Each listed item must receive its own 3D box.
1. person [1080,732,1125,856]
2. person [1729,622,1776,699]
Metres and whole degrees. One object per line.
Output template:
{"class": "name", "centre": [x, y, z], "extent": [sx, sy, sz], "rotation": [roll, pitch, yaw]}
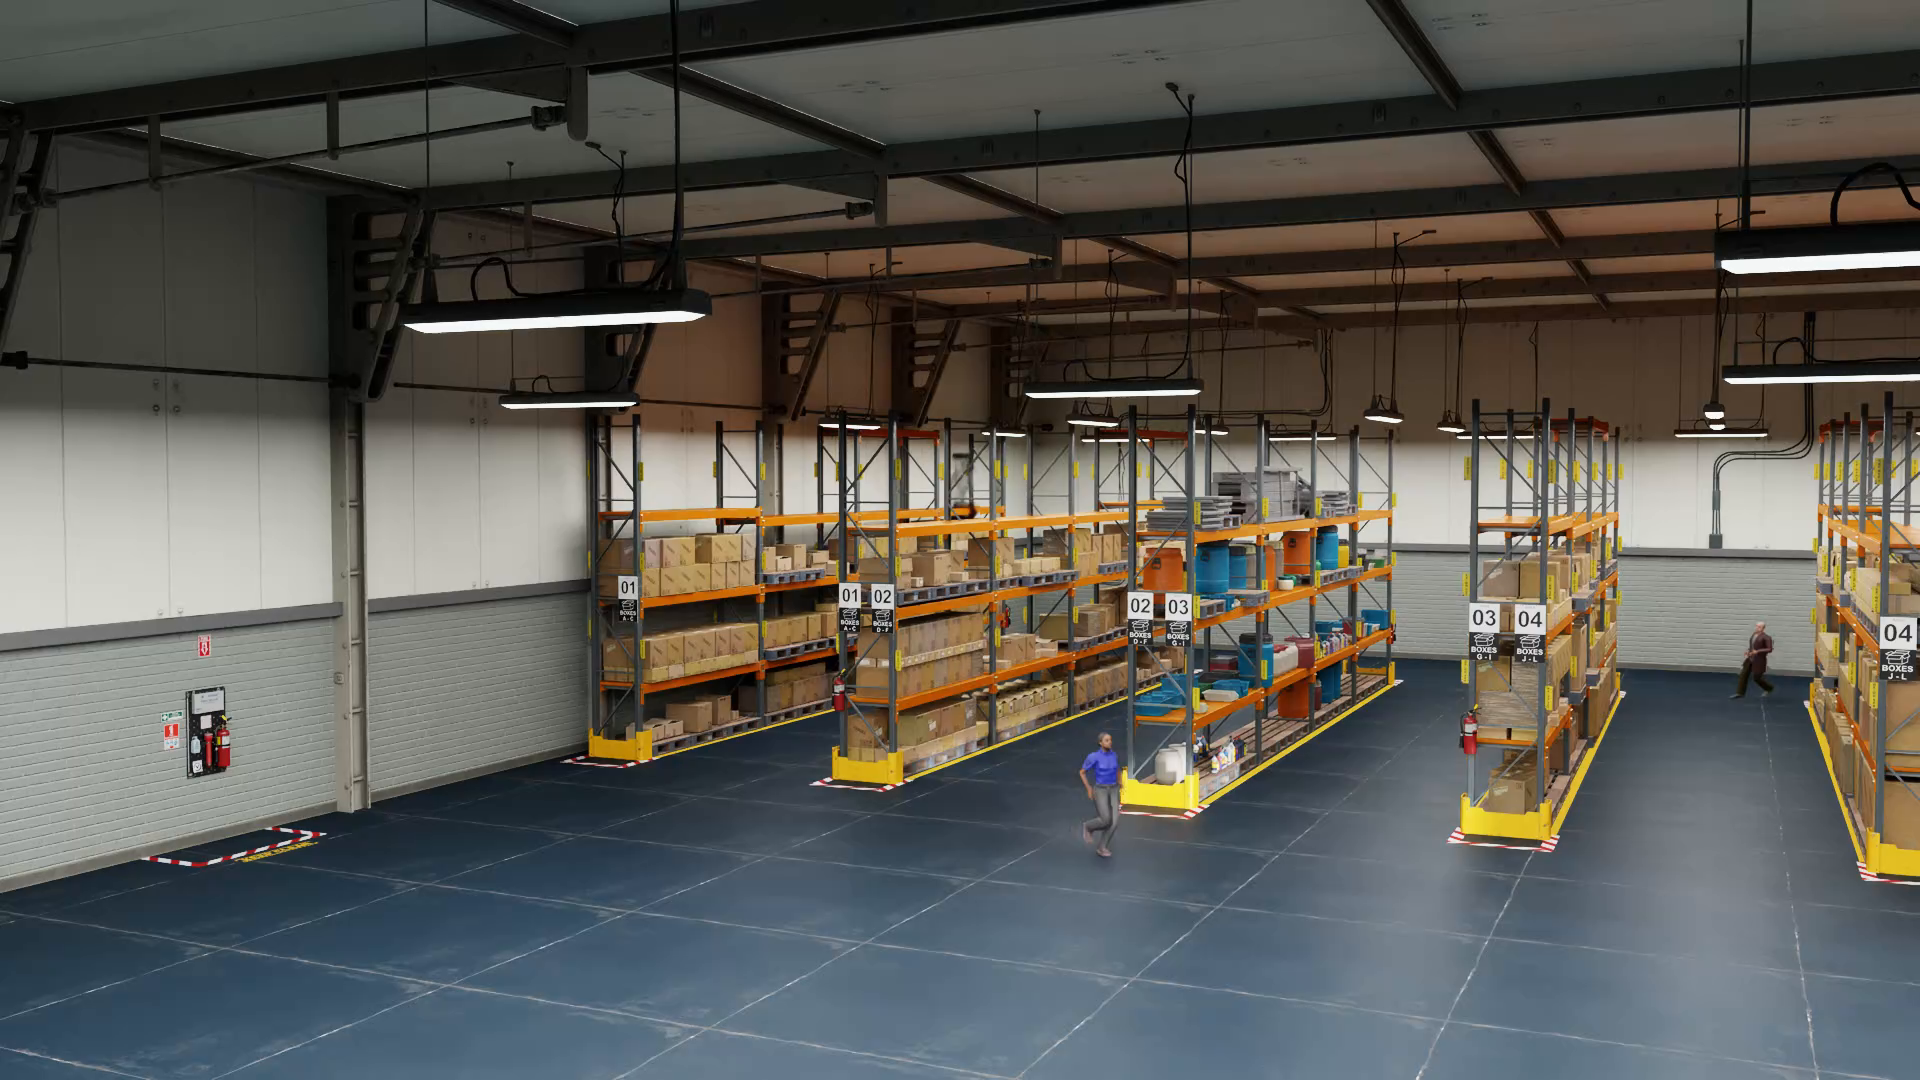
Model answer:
{"class": "person", "centre": [1.884, 3.319, 21.716], "extent": [0.571, 1.599, 0.564], "rotation": [-1, 3, -31]}
{"class": "person", "centre": [17.378, 2.629, 36.181], "extent": [1.016, 1.731, 0.744], "rotation": [-1, 2, -14]}
